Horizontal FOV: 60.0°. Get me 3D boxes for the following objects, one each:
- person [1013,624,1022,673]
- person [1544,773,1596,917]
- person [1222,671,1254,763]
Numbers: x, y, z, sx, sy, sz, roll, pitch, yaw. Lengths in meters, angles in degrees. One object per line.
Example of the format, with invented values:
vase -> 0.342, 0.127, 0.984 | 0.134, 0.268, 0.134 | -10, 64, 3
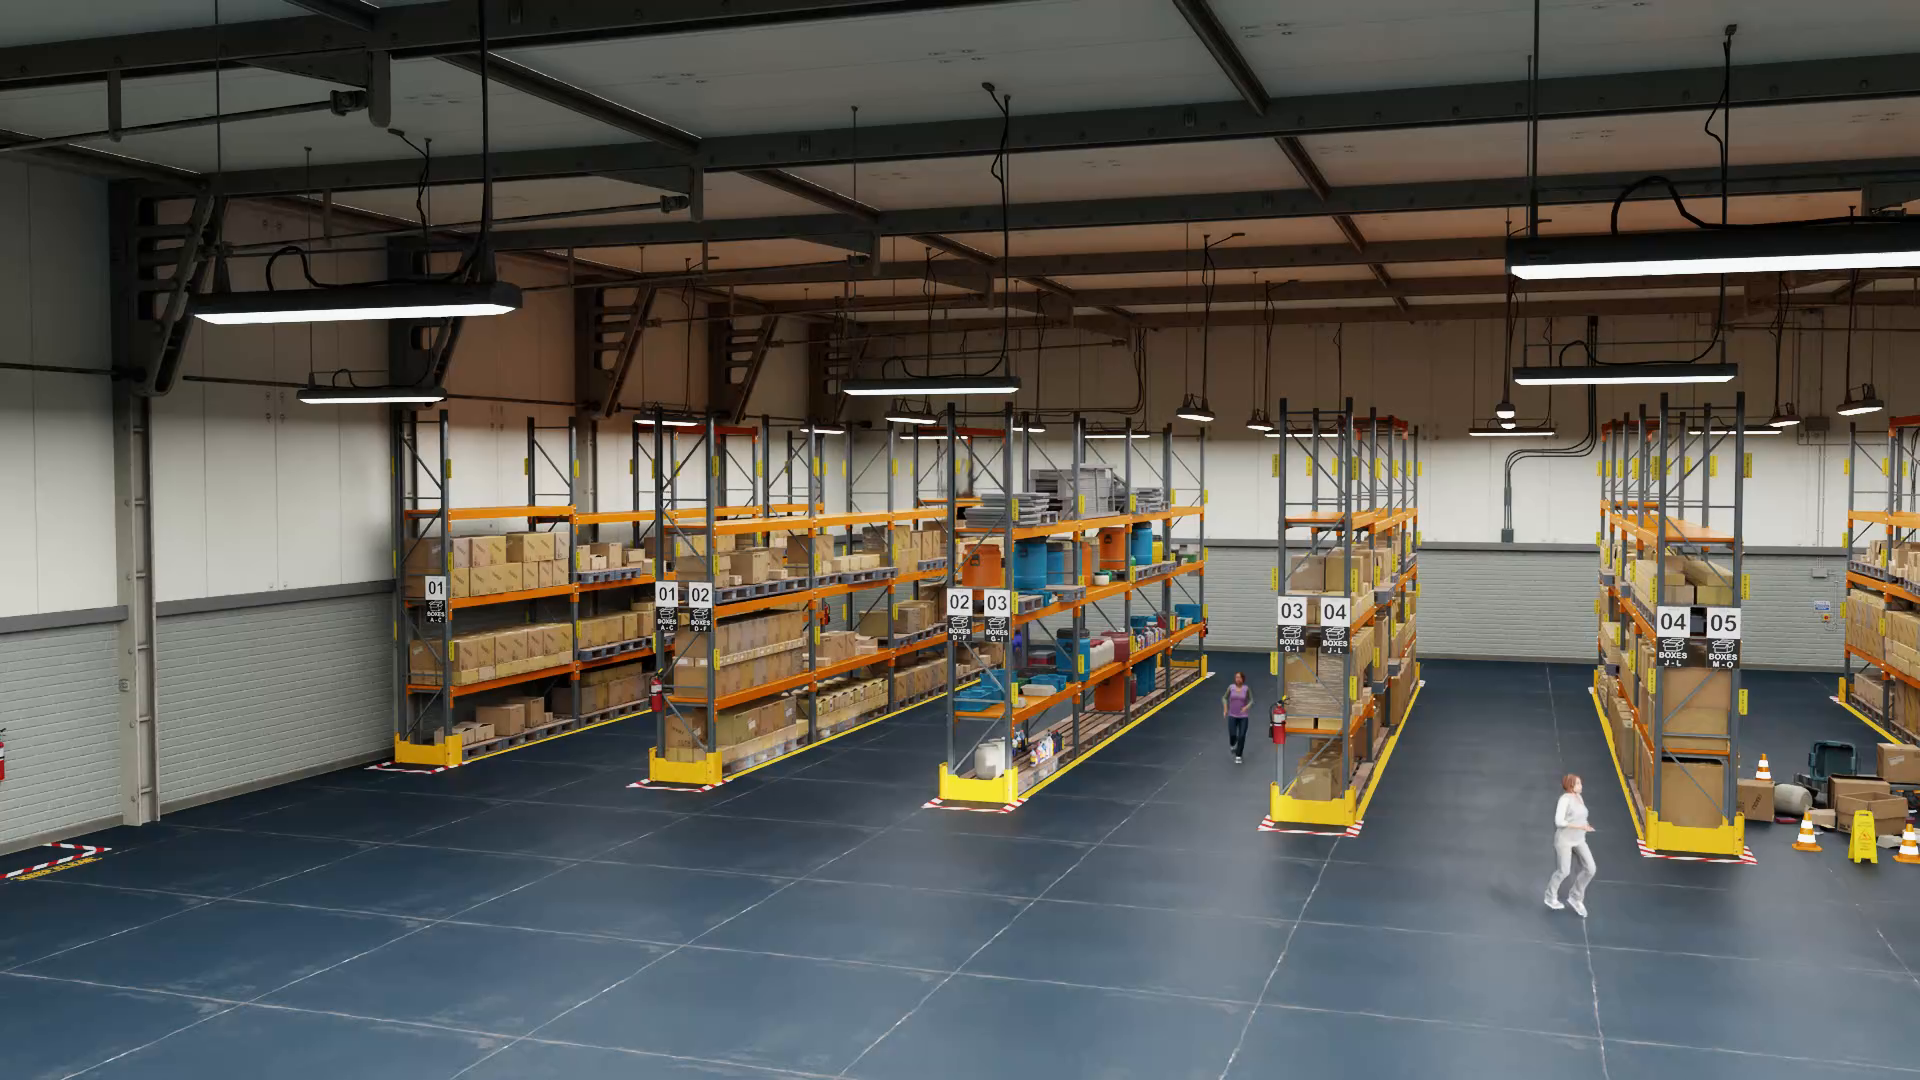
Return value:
person -> 1.241, 2.625, 36.518 | 0.536, 1.677, 0.801 | 0, 2, 8
person -> 6.830, 3.406, 18.598 | 0.527, 1.609, 0.676 | -1, 3, -31
person -> 4.722, 3.013, 28.264 | 0.537, 1.560, 0.538 | 0, 2, 11
